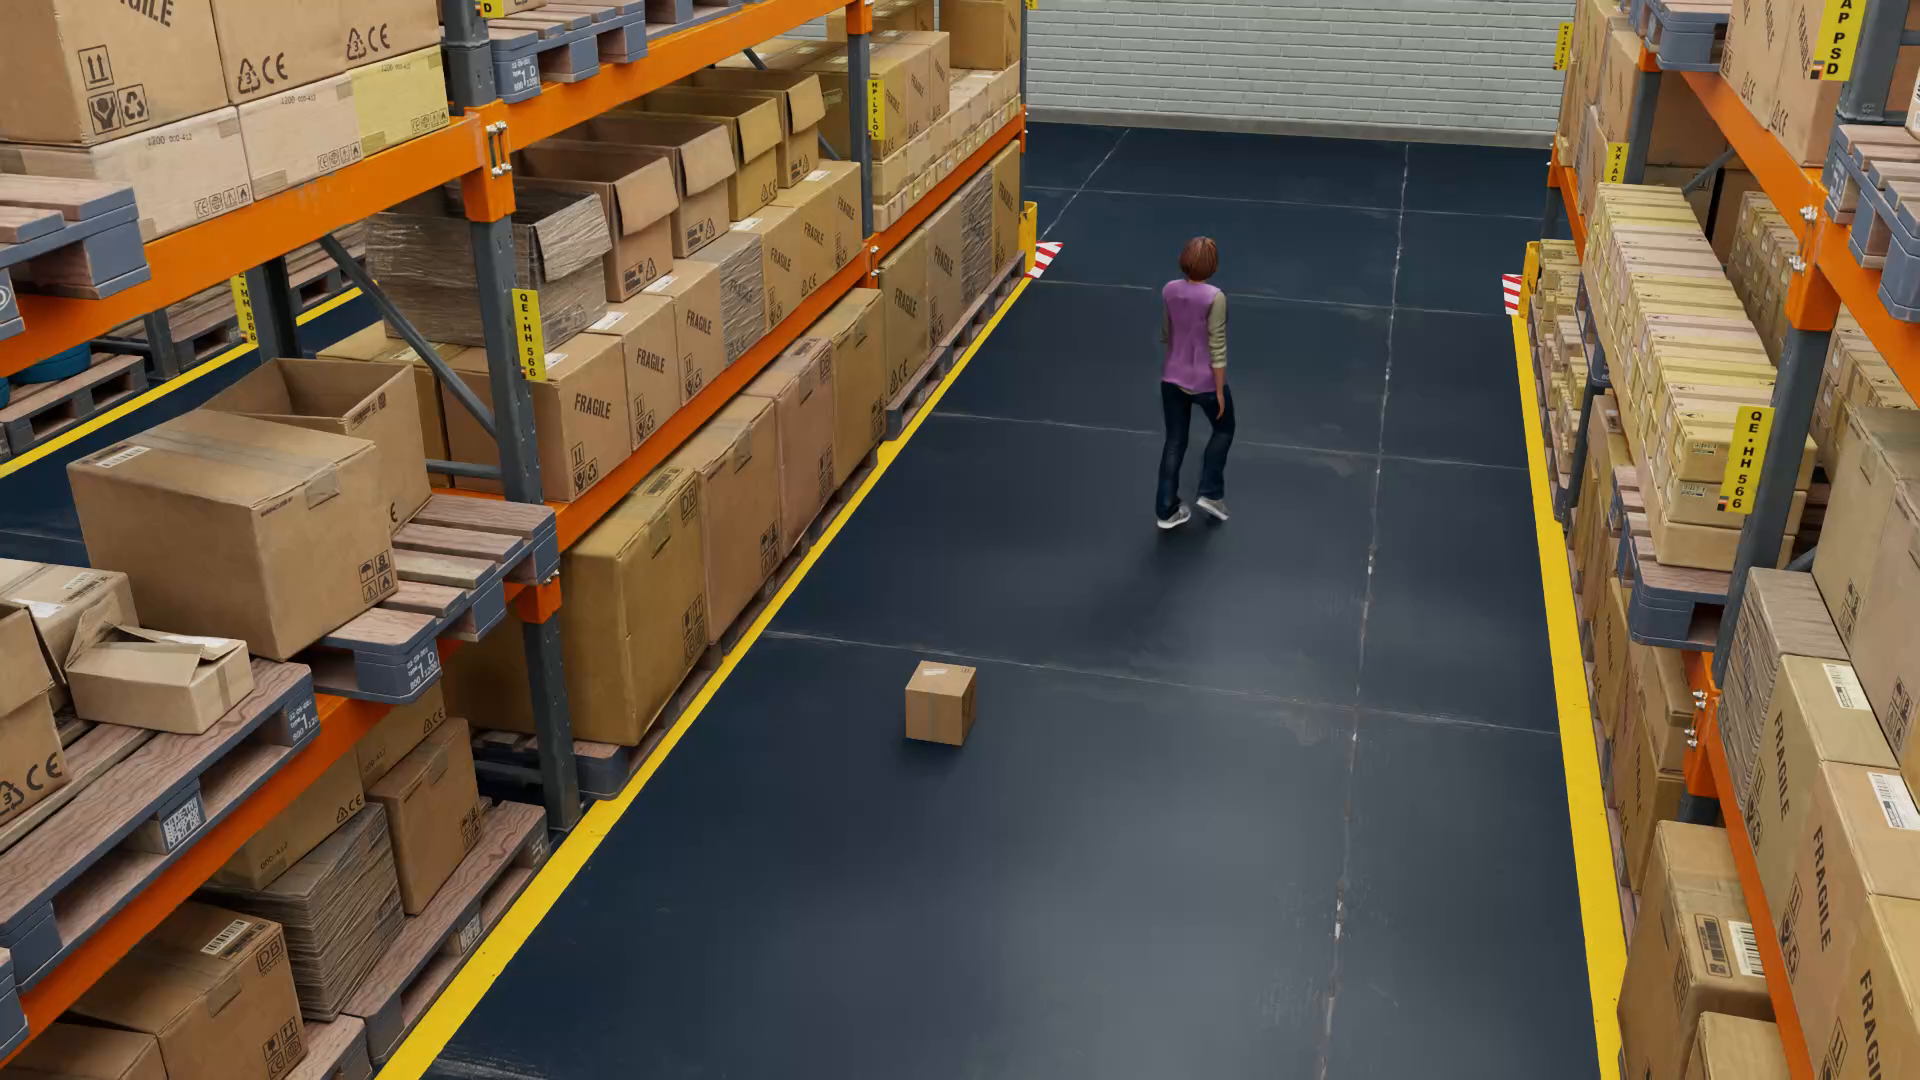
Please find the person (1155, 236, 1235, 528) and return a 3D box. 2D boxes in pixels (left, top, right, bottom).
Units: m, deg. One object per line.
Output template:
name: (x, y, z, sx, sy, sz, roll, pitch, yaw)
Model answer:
person: (1.239, -0.801, 8.816, 0.454, 1.633, 0.519, 18, 31, 33)
